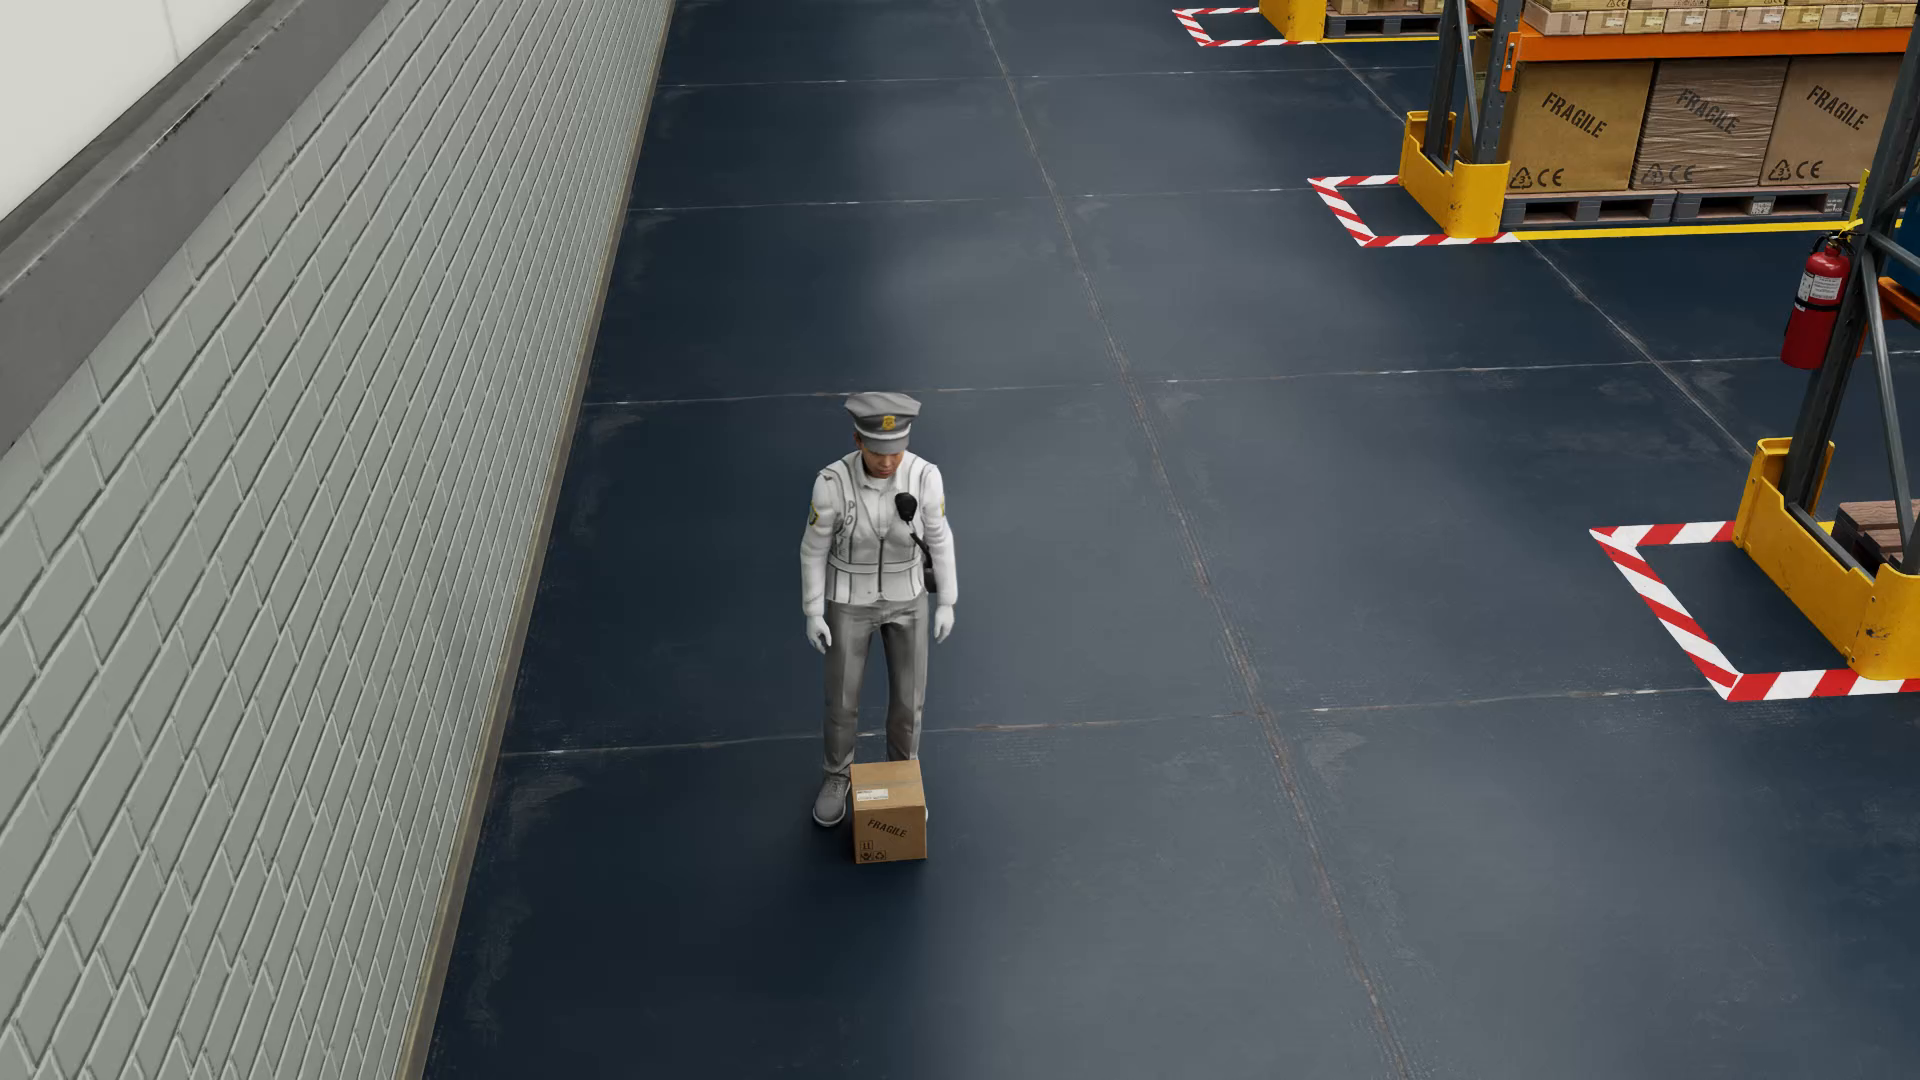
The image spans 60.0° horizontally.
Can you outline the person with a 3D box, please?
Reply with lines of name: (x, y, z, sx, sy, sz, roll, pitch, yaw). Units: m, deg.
person: (-0.275, 0.244, 5.726, 0.547, 1.666, 0.411, -4, 32, -7)
